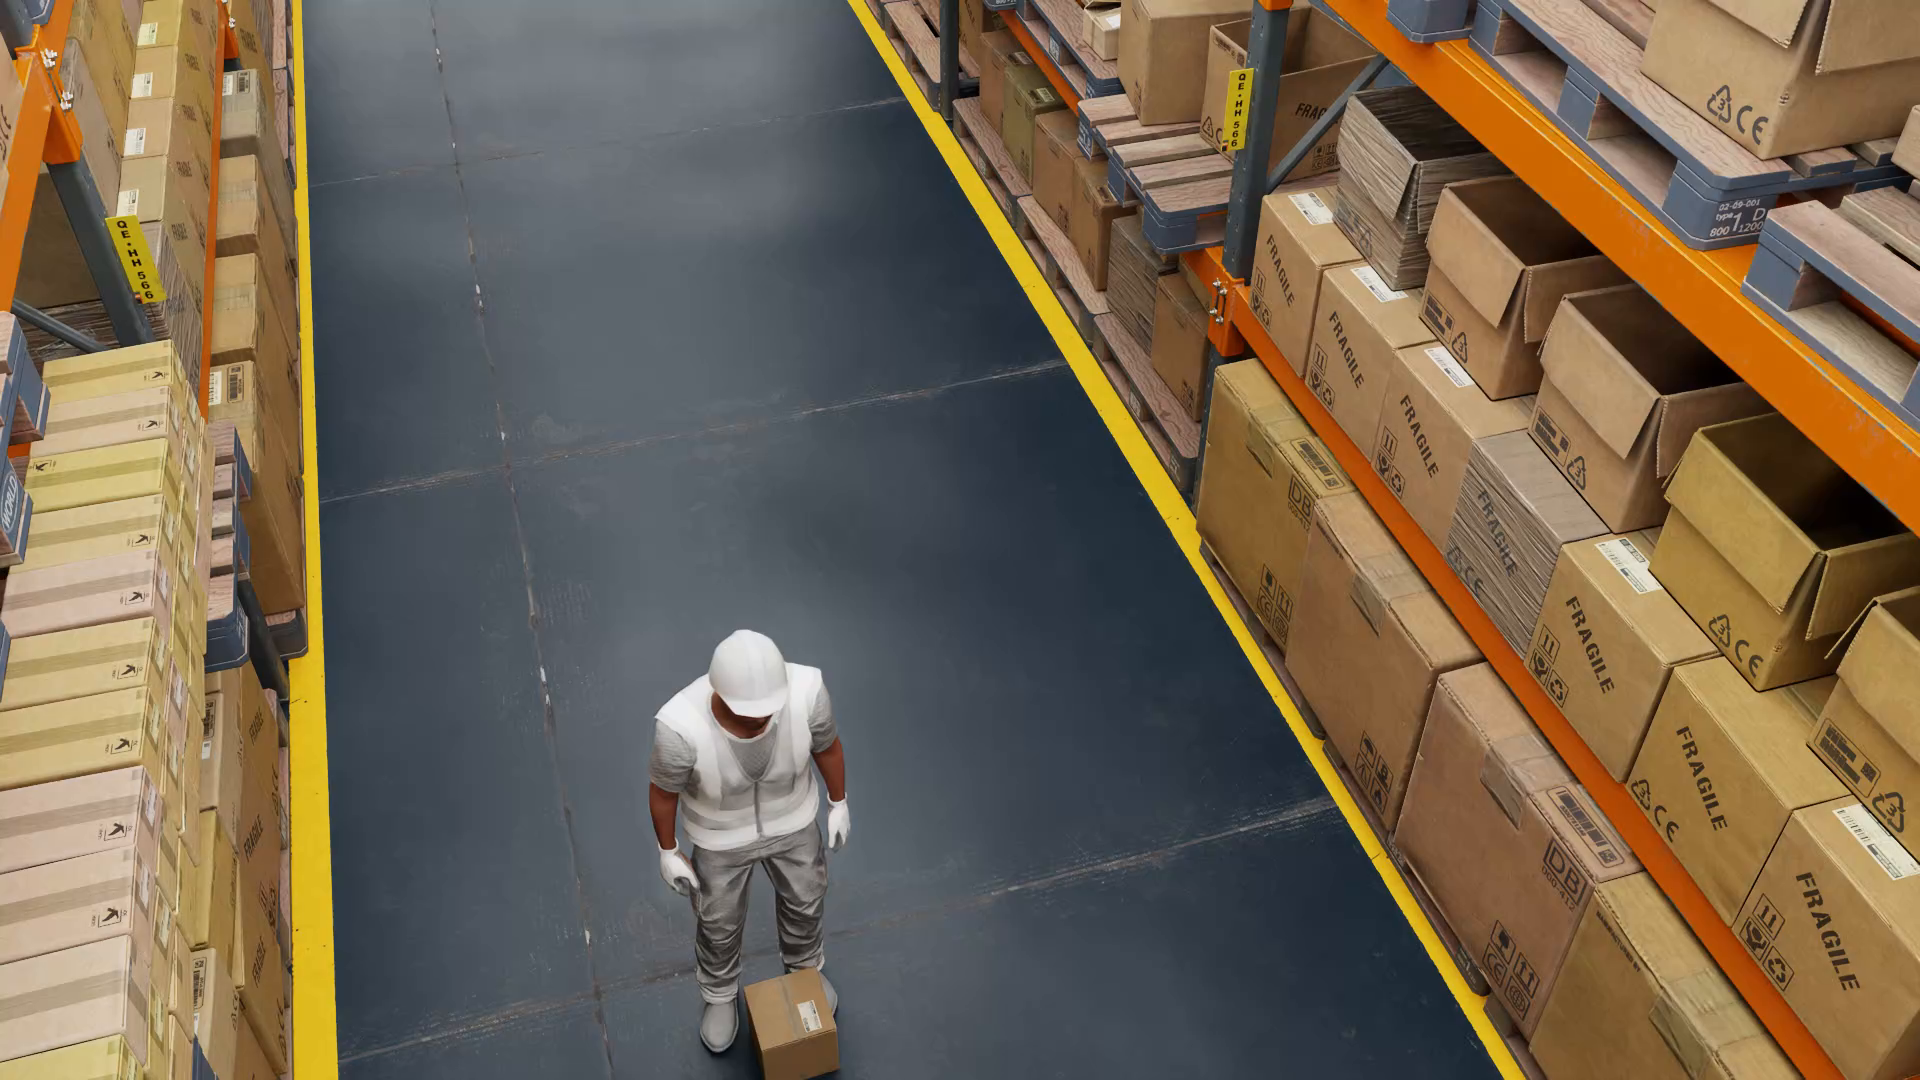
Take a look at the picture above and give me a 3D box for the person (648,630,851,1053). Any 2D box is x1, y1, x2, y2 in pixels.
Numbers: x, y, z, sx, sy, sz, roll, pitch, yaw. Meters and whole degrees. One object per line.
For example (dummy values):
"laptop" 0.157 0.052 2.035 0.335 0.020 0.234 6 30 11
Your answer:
"person" -0.633 0.901 5.147 0.617 1.772 0.452 -14 44 -15
